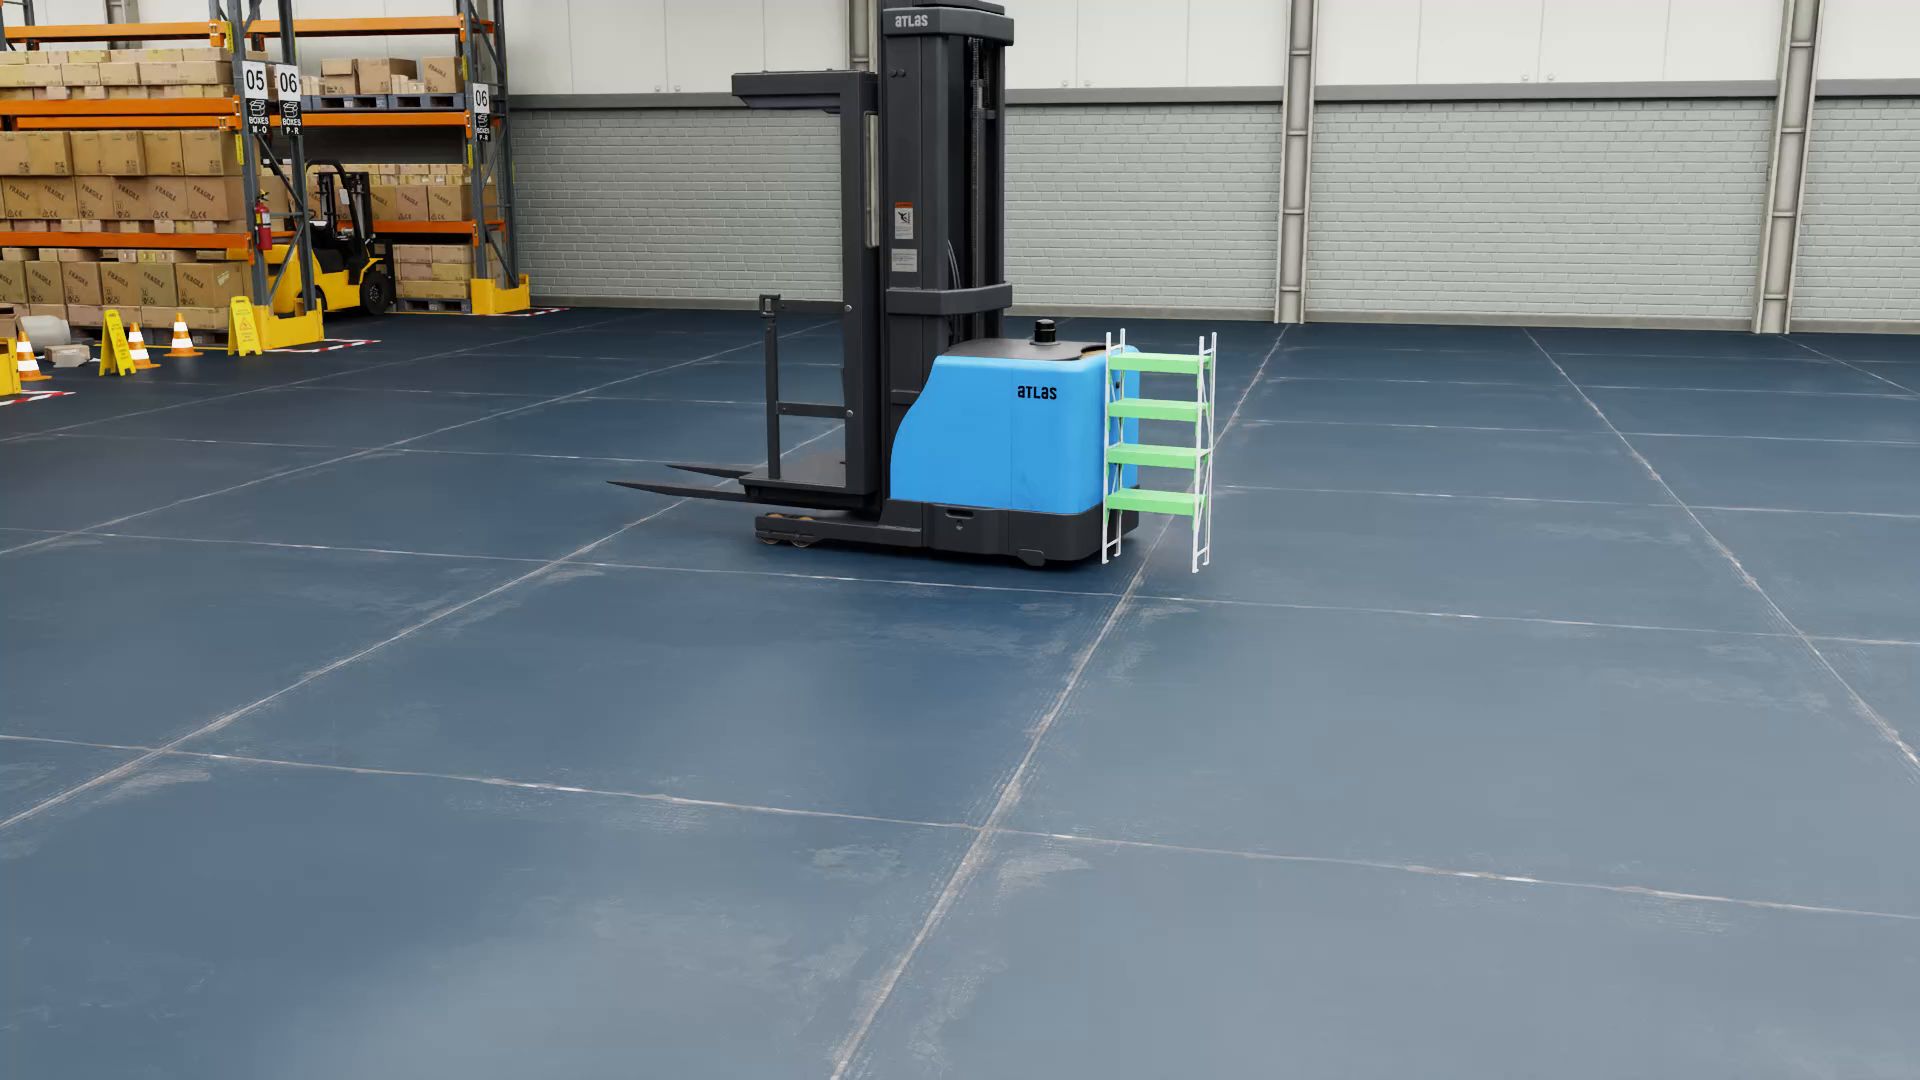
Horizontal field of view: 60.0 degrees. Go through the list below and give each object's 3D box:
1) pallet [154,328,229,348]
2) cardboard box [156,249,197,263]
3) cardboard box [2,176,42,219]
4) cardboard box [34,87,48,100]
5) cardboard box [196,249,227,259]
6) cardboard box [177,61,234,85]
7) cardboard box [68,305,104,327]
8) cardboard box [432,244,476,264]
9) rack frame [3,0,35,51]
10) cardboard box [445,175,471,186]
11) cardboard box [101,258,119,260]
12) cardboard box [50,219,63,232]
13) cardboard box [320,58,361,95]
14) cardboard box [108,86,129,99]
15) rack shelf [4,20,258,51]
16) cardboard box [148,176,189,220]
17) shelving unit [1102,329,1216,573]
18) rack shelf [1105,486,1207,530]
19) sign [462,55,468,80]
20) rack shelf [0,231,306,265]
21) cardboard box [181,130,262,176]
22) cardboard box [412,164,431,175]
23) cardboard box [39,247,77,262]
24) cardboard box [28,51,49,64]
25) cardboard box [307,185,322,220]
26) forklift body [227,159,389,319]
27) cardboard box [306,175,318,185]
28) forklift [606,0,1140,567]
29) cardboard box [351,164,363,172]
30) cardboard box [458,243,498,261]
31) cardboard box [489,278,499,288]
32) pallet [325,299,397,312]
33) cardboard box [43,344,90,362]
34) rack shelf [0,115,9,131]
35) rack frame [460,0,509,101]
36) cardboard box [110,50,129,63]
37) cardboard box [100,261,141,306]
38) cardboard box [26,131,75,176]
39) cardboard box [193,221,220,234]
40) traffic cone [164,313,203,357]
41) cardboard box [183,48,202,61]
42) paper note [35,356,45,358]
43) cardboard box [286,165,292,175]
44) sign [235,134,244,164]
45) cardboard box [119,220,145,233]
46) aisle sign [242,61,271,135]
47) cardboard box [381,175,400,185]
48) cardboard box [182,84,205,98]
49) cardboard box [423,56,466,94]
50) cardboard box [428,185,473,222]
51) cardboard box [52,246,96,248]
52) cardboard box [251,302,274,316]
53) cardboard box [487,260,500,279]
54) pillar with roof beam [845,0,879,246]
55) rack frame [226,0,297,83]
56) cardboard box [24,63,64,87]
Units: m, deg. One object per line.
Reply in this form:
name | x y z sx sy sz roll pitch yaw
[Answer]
pallet | -8.765 -2.461 19.841 1.213 0.211 1.003 3 13 14
cardboard box | -9.124 -3.306 19.361 0.250 0.149 0.380 3 13 15
cardboard box | -10.942 -4.068 19.727 0.500 0.500 0.500 3 13 13
cardboard box | -10.553 -5.198 19.393 0.250 0.149 0.380 3 13 12
cardboard box | -11.119 -4.091 25.262 0.625 0.625 0.875 4 13 16
cardboard box | -8.473 -5.275 18.821 0.500 0.250 0.500 3 13 13
cardboard box | -10.250 -2.700 19.856 0.500 0.250 0.500 3 13 13
cardboard box | -7.248 -4.122 23.959 0.500 0.250 0.500 4 13 15
rack frame | -14.493 -8.157 25.224 0.127 3.000 1.000 3 13 14
cardboard box | -7.130 -5.138 23.737 0.250 0.149 0.380 3 13 14
cardboard box | -10.166 -3.179 20.284 0.500 0.500 0.500 4 13 17
cardboard box | -10.545 -3.733 19.716 0.250 0.149 0.380 3 13 13
cardboard box | -8.743 -6.666 23.990 0.637 0.503 0.797 3 13 15
cardboard box | -9.561 -5.143 19.144 0.250 0.149 0.380 3 13 12
rack shelf | -12.551 -7.507 24.878 4.000 0.370 1.077 3 13 14
cardboard box | -8.989 -3.960 19.241 0.500 0.500 0.500 3 13 14
shelving unit | 1.021 -0.464 8.556 0.503 1.200 0.258 6 14 24
rack shelf | 1.021 -0.167 8.621 0.480 0.148 0.258 6 14 24
sign | -6.869 -6.558 23.080 0.005 0.325 0.100 3 13 14
rack shelf | -9.853 -3.522 19.843 4.000 0.370 1.077 3 13 14
cardboard box | -8.460 -4.432 19.058 0.500 0.500 0.700 3 13 12
cardboard box | -7.631 -5.312 23.837 0.250 0.149 0.380 3 13 15
cardboard box | -10.680 -3.389 19.735 0.250 0.149 0.380 4 13 16
cardboard box | -10.552 -5.578 19.265 0.250 0.149 0.380 3 13 12
cardboard box | -9.239 -4.942 24.353 0.500 0.500 0.500 3 13 13
forklift body | -9.004 -4.114 22.809 1.214 2.155 2.313 3 13 14
cardboard box | -9.375 -5.251 24.249 0.250 0.149 0.380 3 13 13
forklift | -0.566 -1.487 9.170 3.031 2.935 1.130 6 14 24
cardboard box | -8.615 -5.377 24.127 0.250 0.149 0.380 3 13 14
cardboard box | -7.147 -4.229 24.439 0.500 0.250 0.500 3 13 13
cardboard box | -7.156 -3.742 24.555 0.500 0.250 0.500 3 13 14
pallet | -8.659 -3.547 24.731 1.213 0.211 1.003 3 13 14
cardboard box | -9.667 -2.021 17.998 0.250 0.149 0.380 12 17 43
rack shelf | -13.737 -5.194 20.454 4.000 0.370 1.077 3 13 14
rack frame | -6.726 -7.742 23.353 0.127 3.000 1.000 3 13 14
cardboard box | -9.521 -5.544 19.110 0.250 0.149 0.380 3 13 12
cardboard box | -9.748 -3.039 19.652 0.500 0.500 0.500 3 13 12
cardboard box | -10.448 -4.528 19.490 0.500 0.500 0.700 3 13 12
cardboard box | -8.598 -3.611 19.163 0.250 0.149 0.380 3 13 13
traffic cone | -8.638 -2.282 18.450 0.334 0.463 0.336 3 13 14
cardboard box | -8.552 -5.477 18.809 0.250 0.149 0.380 3 13 15
paper note | -10.095 -2.020 18.295 0.142 0.019 0.148 8 15 33
cardboard box | -9.620 -5.412 24.285 0.250 0.149 0.380 3 13 15
sign | -8.064 -4.373 18.616 0.005 0.325 0.100 3 13 14
cardboard box | -9.584 -3.673 19.442 0.250 0.149 0.380 3 13 13
aisle sign | -7.921 -4.974 18.726 0.004 0.787 0.394 3 13 14
cardboard box | -8.131 -5.190 23.974 0.250 0.149 0.380 3 13 12
cardboard box | -8.574 -5.077 18.845 0.250 0.149 0.380 3 13 14
cardboard box | -7.214 -6.552 23.483 0.500 0.500 0.500 3 13 15
cardboard box | -7.266 -4.832 23.858 0.500 0.500 0.500 3 13 12
cardboard box | -13.890 -4.239 25.927 0.625 0.625 0.875 3 13 15
cardboard box | -8.628 -2.732 20.000 0.500 0.250 0.500 3 13 13
cardboard box | -7.133 -3.988 24.508 0.500 0.250 0.500 3 13 15
pillar with roof beam | -2.392 -6.751 18.886 0.400 9.000 9.100 3 13 14
rack frame | -7.911 -6.698 18.647 0.127 3.000 1.000 3 13 14
cardboard box | -10.447 -5.379 19.288 0.500 0.250 0.500 3 13 14
